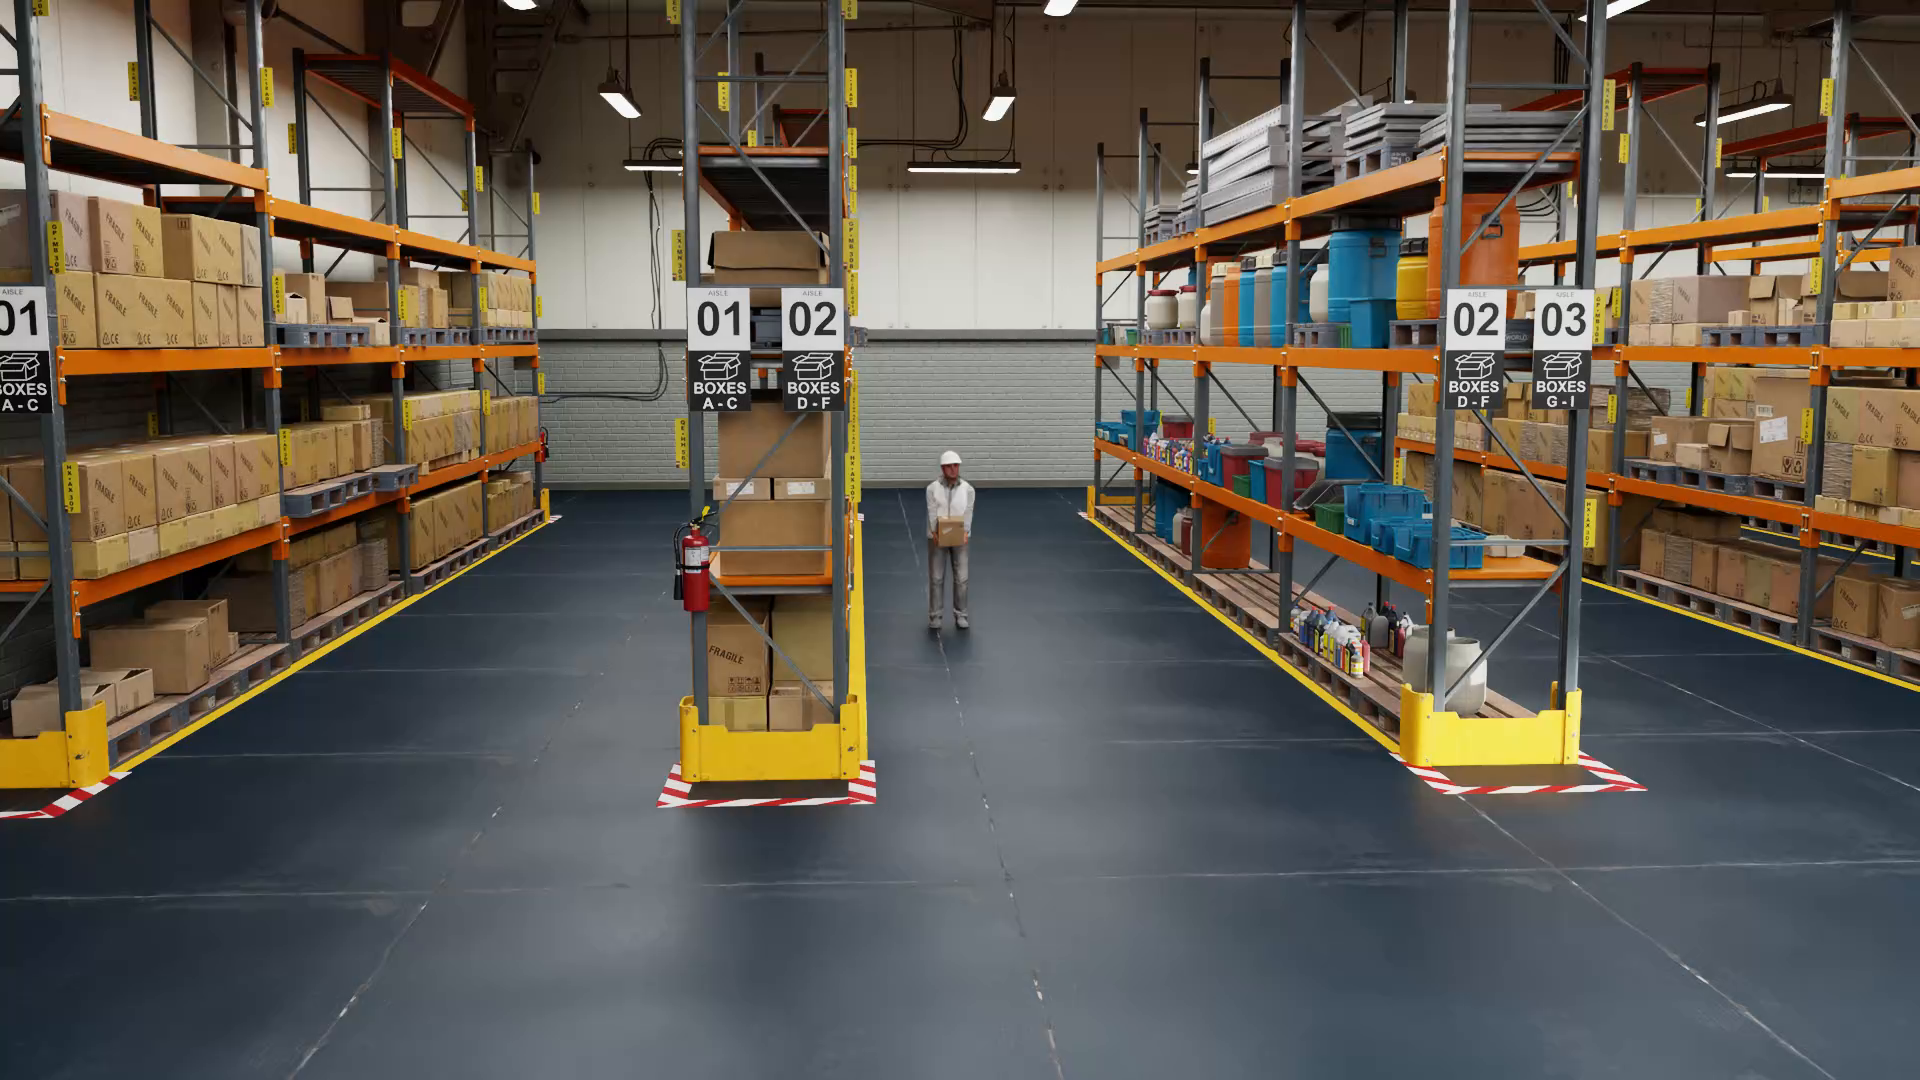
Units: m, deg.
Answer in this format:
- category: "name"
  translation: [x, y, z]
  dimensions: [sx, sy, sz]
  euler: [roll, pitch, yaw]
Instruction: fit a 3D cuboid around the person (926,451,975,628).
- category: "person"
  translation: [-0.090, 0.003, 16.624]
  dimensions: [0.495, 1.772, 0.558]
  euler: [0, 7, -4]
